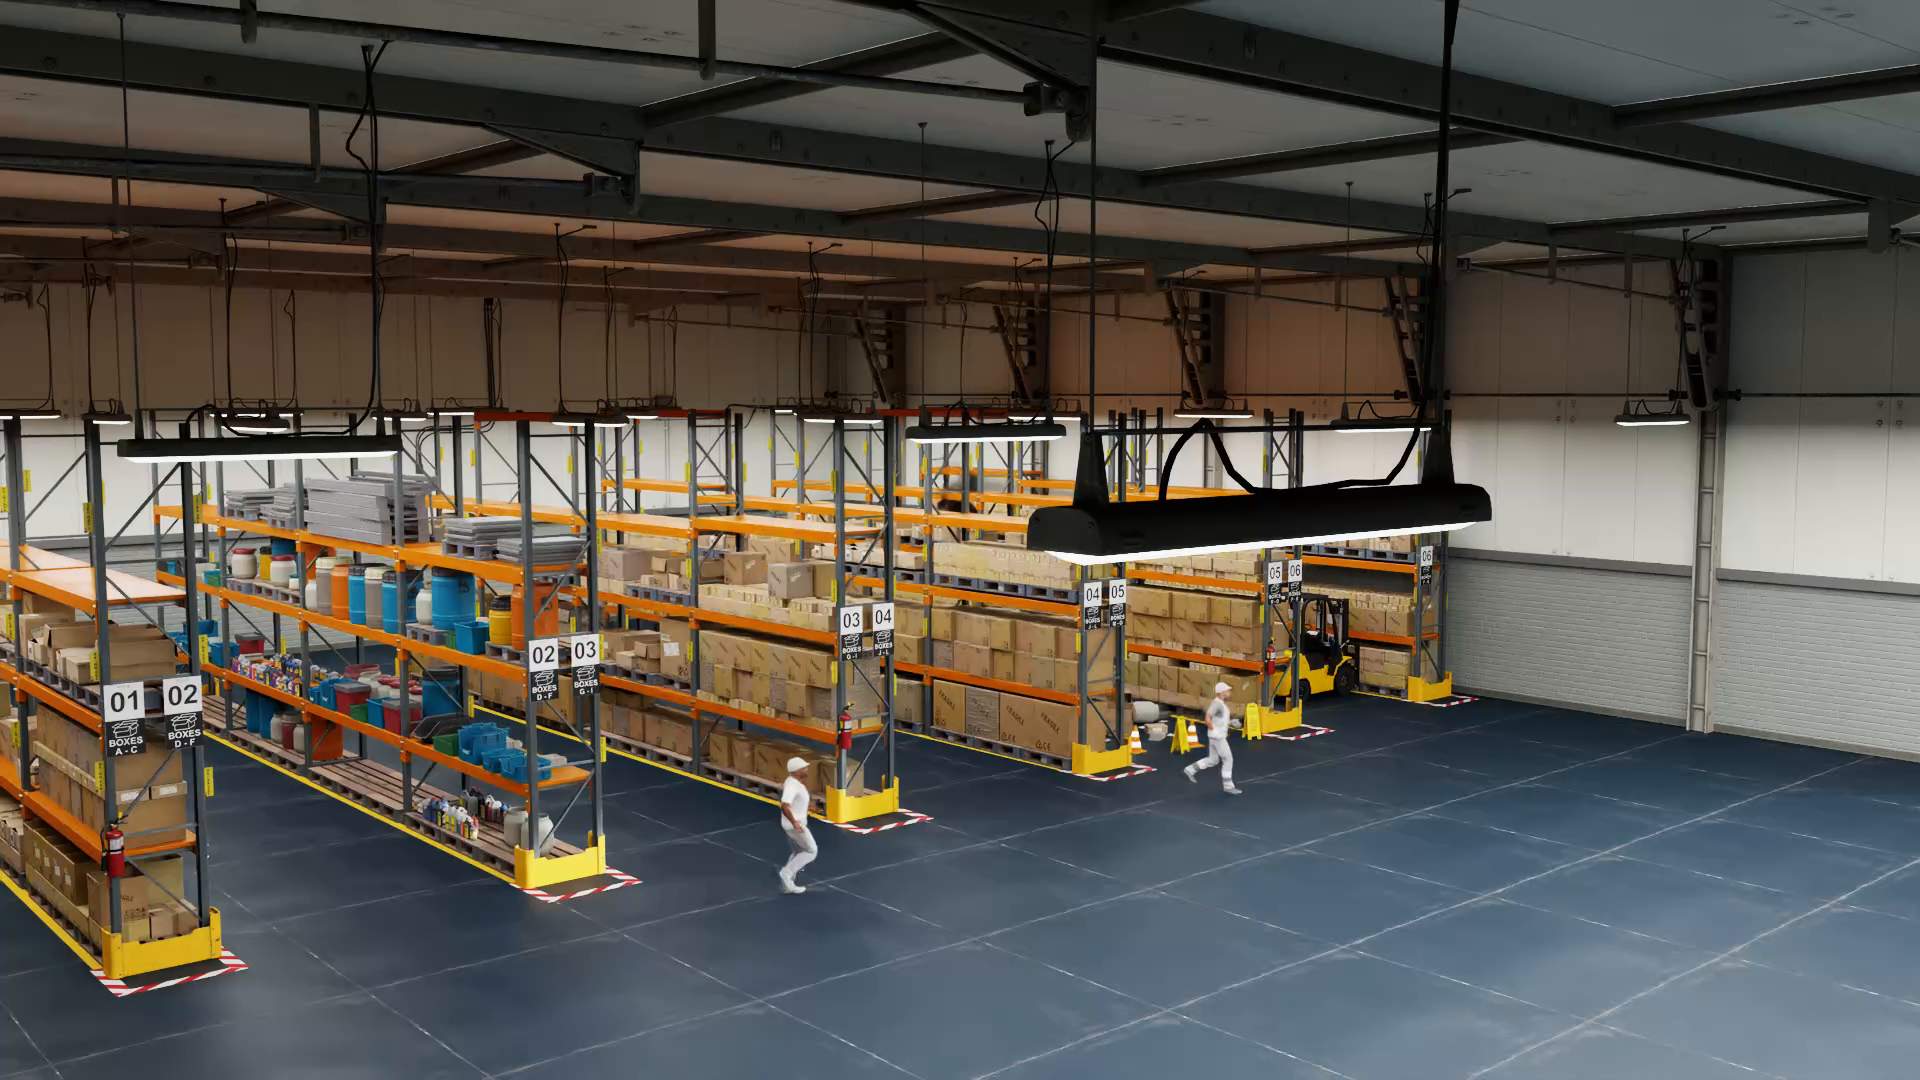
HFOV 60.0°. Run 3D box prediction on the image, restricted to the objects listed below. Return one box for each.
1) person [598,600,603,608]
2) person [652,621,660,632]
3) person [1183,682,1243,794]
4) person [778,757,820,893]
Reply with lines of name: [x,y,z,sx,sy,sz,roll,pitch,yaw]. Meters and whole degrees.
person: [-8.872,1.929,40.706,0.601,1.647,0.903,4,6,39]
person: [-7.429,1.926,41.246,0.513,1.597,0.642,3,6,27]
person: [4.020,3.131,26.399,0.951,1.772,0.630,1,5,11]
person: [-2.041,3.612,21.123,0.594,1.729,0.681,-1,5,-14]
